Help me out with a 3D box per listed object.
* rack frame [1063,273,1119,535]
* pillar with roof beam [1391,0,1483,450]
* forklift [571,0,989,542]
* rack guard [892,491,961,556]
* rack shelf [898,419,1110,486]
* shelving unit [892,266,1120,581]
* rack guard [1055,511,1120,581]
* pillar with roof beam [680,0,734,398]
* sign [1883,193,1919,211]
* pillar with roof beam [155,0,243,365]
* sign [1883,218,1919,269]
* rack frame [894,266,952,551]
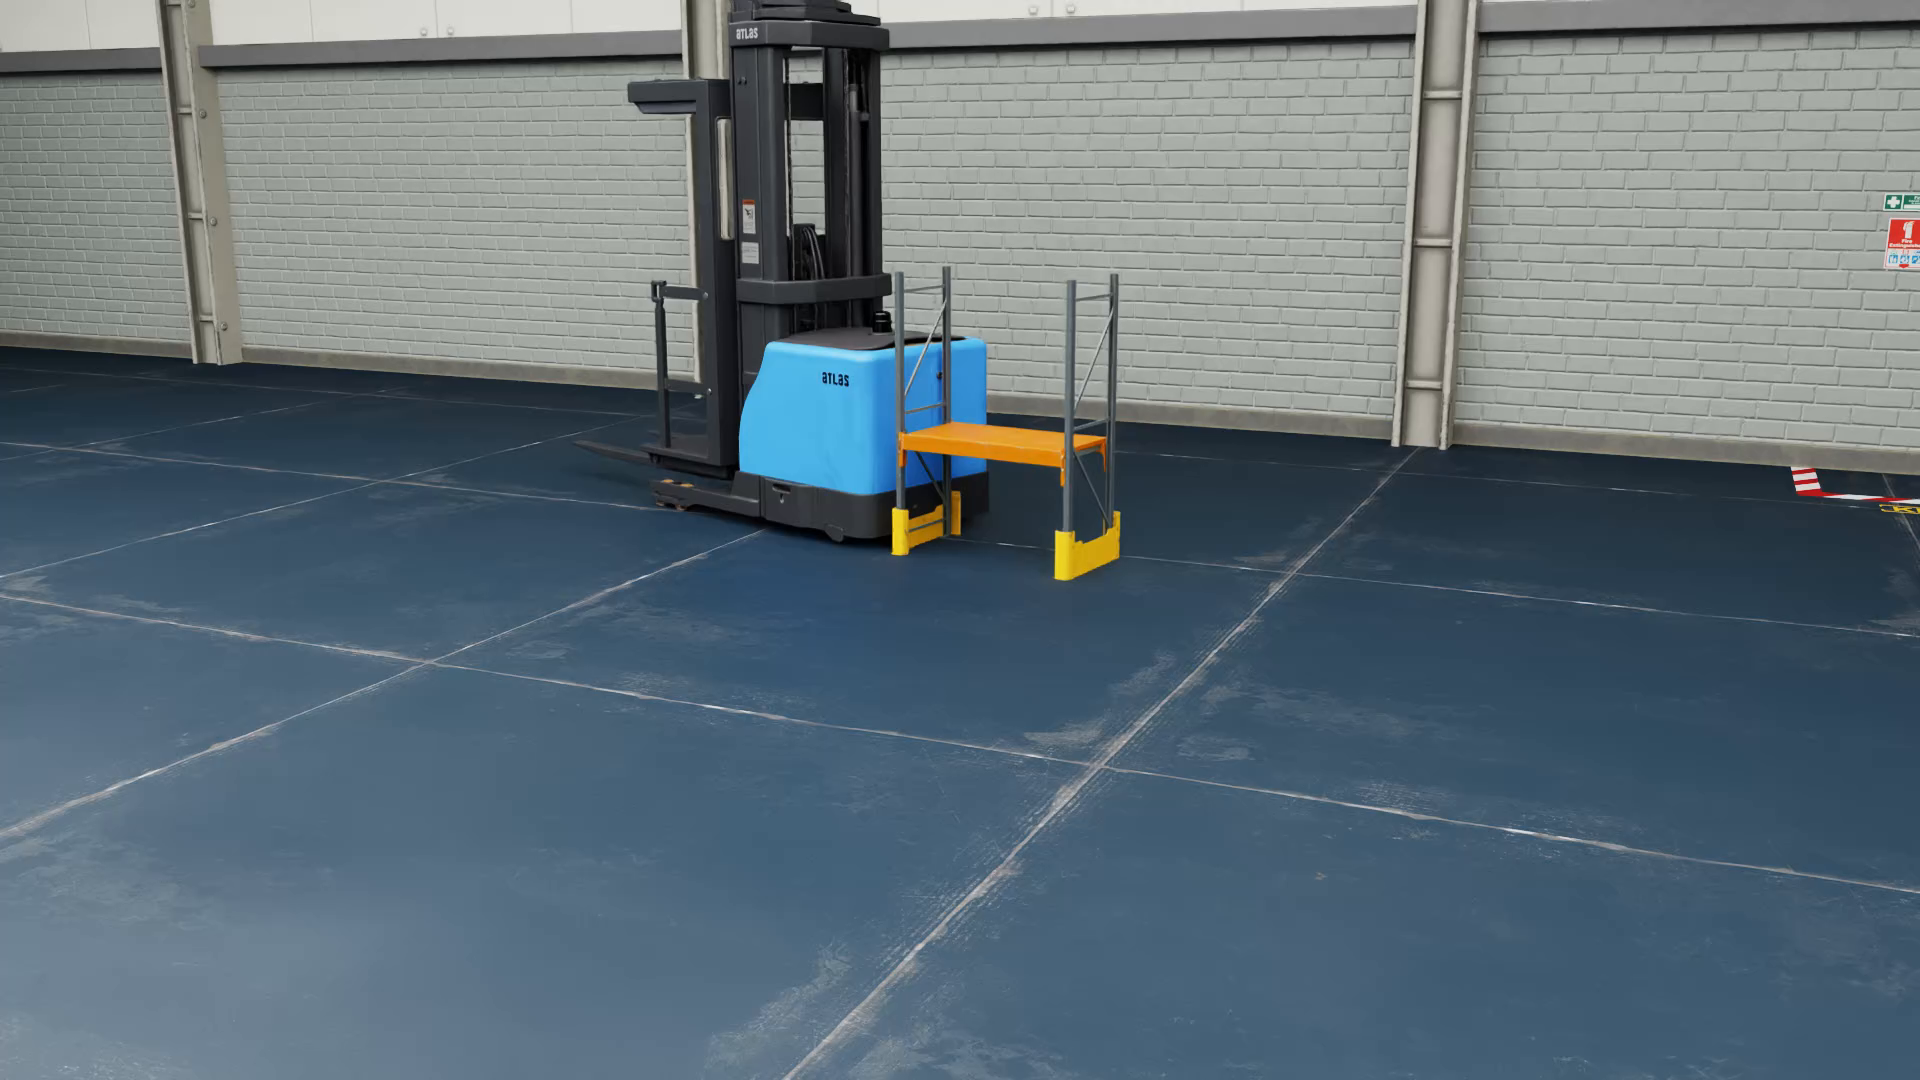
[{"bbox_3d":[0.664,-0.582,8.452,0.032,1.500,0.500,8,16,31],"label":"rack frame"},{"bbox_3d":[1.660,-4.185,7.392,0.400,9.000,9.100,6,14,23],"label":"pillar with roof beam"},{"bbox_3d":[-1.251,-1.678,9.989,3.031,2.935,1.130,12,18,42],"label":"forklift"},{"bbox_3d":[-0.178,-0.096,9.115,0.087,0.250,0.587,8,16,31],"label":"rack guard"},{"bbox_3d":[0.235,-0.469,8.758,1.000,0.185,0.538,8,16,31],"label":"rack shelf"},{"bbox_3d":[0.242,-0.643,8.712,1.083,1.500,0.587,8,16,31],"label":"shelving unit"},{"bbox_3d":[0.663,0.026,8.596,0.087,0.250,0.587,8,16,31],"label":"rack guard"},{"bbox_3d":[-3.826,-4.740,9.758,0.400,9.000,9.100,6,14,23],"label":"pillar with roof beam"},{"bbox_3d":[6.183,-2.191,10.788,0.331,0.109,0.001,6,14,23],"label":"sign"},{"bbox_3d":[-9.311,-5.296,12.124,0.400,9.000,9.100,6,14,23],"label":"pillar with roof beam"},{"bbox_3d":[6.182,-1.935,10.858,0.234,0.329,0.001,6,14,23],"label":"sign"},{"bbox_3d":[-0.195,-0.706,8.982,0.032,1.500,0.500,8,16,31],"label":"rack frame"}]
